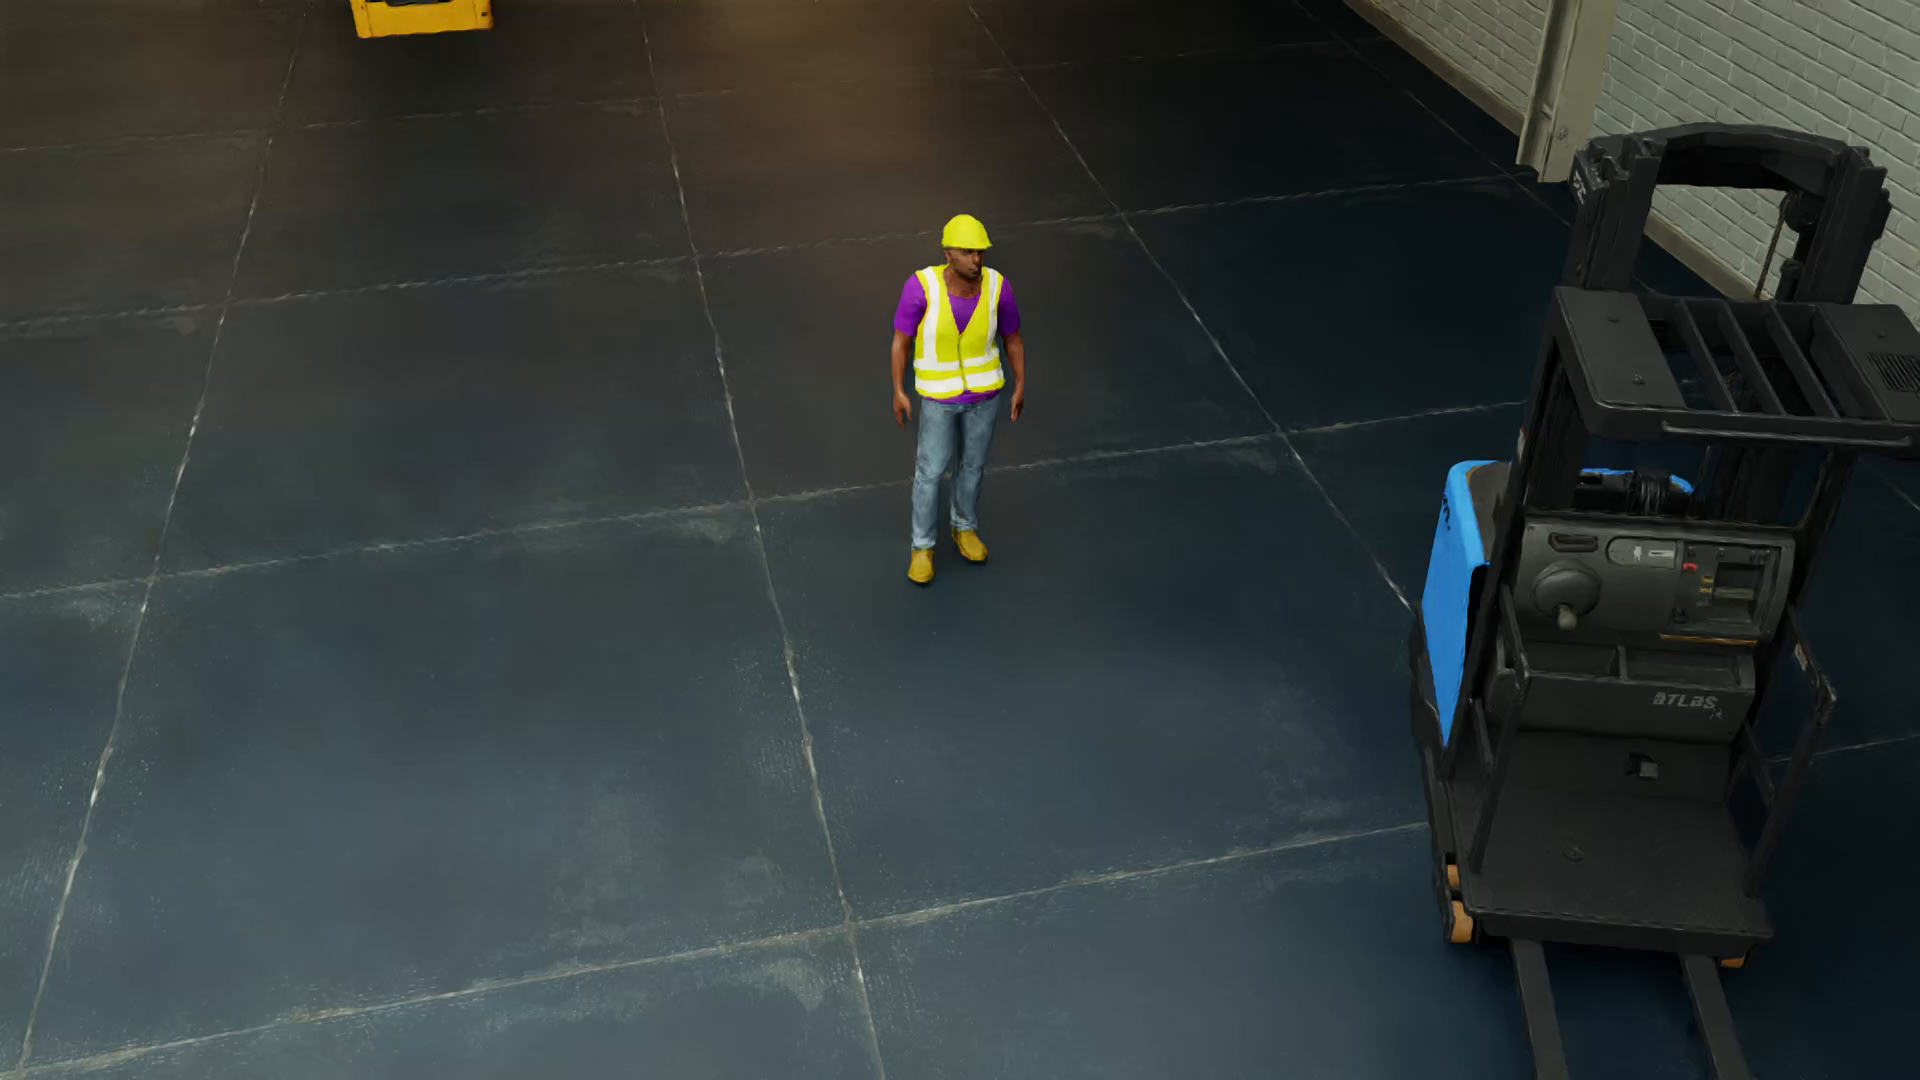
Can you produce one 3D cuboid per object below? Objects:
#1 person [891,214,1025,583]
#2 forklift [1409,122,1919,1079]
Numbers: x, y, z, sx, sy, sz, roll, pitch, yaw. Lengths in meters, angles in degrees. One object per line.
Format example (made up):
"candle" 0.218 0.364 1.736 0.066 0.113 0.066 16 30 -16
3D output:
"person" 0.010 -0.682 7.983 0.665 1.766 0.576 -8 36 -11
"forklift" 2.446 0.214 5.754 1.130 2.935 3.031 4 36 6
